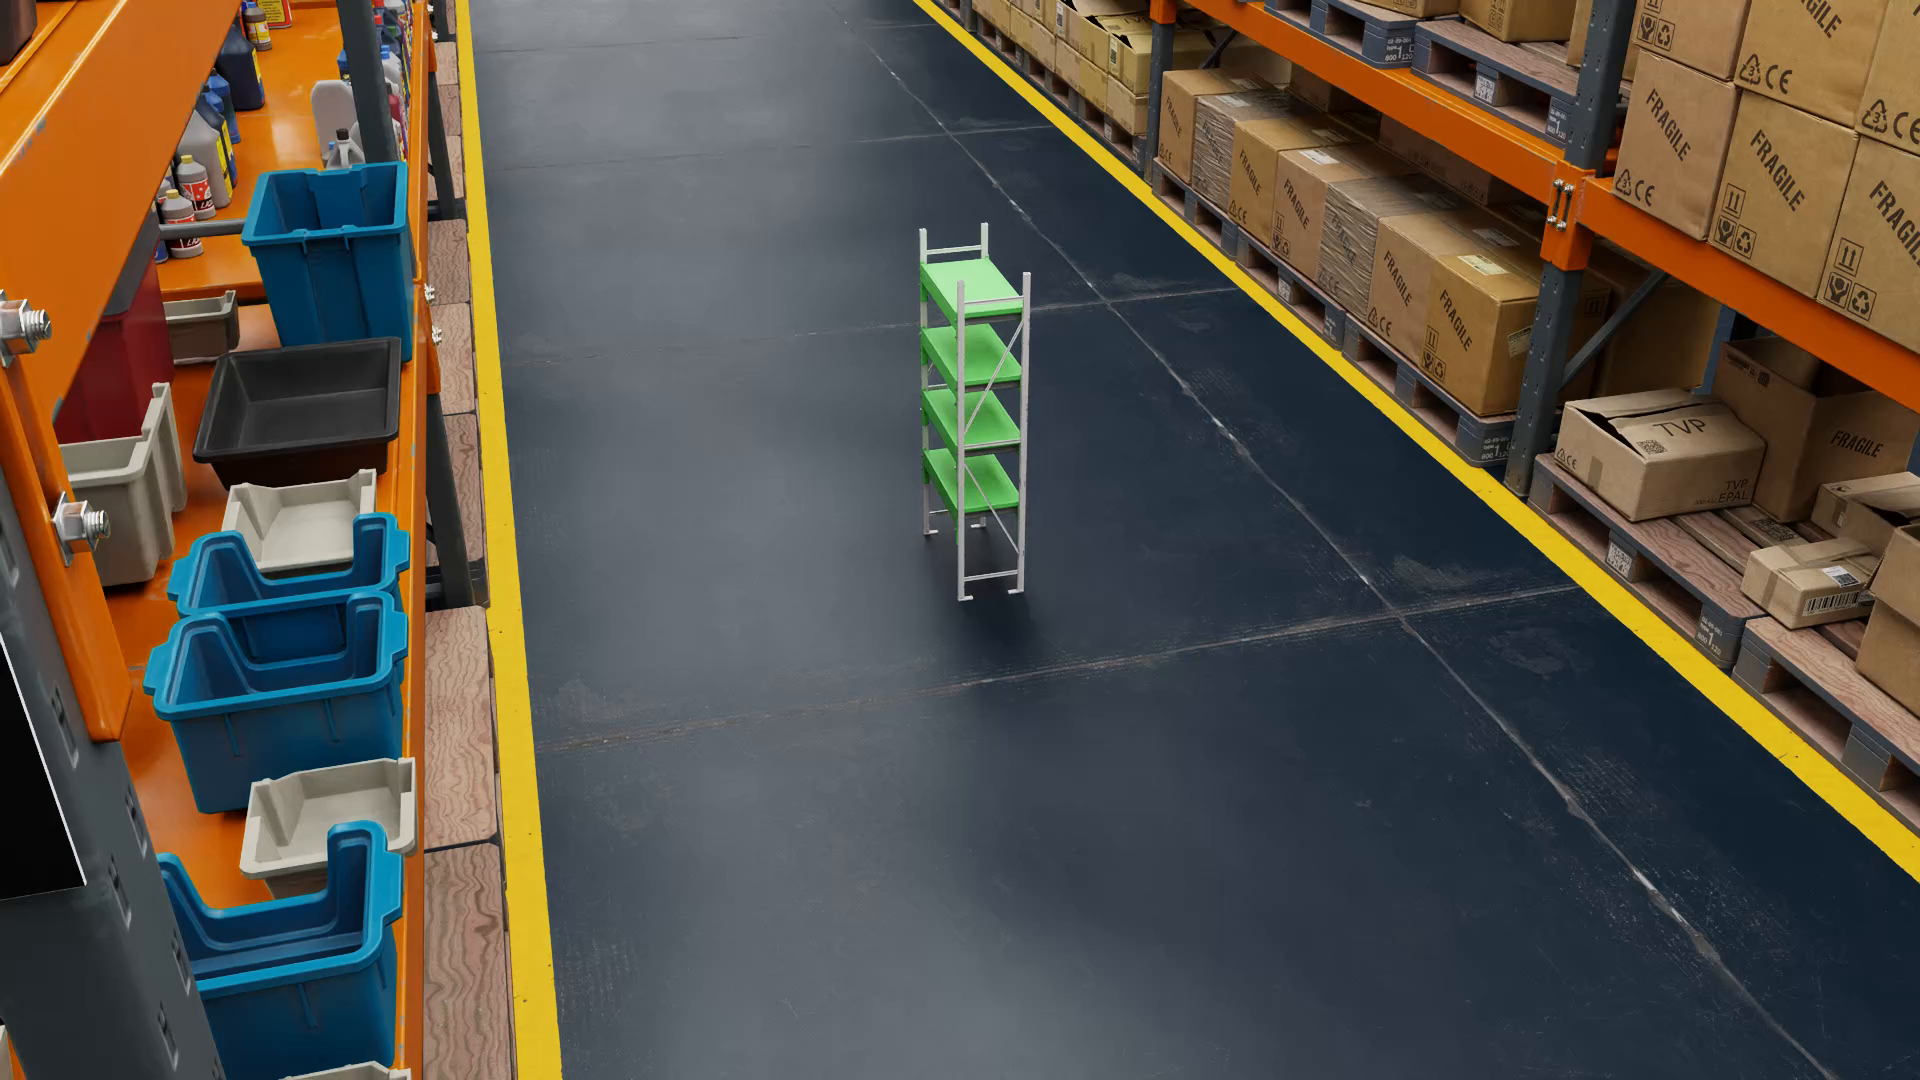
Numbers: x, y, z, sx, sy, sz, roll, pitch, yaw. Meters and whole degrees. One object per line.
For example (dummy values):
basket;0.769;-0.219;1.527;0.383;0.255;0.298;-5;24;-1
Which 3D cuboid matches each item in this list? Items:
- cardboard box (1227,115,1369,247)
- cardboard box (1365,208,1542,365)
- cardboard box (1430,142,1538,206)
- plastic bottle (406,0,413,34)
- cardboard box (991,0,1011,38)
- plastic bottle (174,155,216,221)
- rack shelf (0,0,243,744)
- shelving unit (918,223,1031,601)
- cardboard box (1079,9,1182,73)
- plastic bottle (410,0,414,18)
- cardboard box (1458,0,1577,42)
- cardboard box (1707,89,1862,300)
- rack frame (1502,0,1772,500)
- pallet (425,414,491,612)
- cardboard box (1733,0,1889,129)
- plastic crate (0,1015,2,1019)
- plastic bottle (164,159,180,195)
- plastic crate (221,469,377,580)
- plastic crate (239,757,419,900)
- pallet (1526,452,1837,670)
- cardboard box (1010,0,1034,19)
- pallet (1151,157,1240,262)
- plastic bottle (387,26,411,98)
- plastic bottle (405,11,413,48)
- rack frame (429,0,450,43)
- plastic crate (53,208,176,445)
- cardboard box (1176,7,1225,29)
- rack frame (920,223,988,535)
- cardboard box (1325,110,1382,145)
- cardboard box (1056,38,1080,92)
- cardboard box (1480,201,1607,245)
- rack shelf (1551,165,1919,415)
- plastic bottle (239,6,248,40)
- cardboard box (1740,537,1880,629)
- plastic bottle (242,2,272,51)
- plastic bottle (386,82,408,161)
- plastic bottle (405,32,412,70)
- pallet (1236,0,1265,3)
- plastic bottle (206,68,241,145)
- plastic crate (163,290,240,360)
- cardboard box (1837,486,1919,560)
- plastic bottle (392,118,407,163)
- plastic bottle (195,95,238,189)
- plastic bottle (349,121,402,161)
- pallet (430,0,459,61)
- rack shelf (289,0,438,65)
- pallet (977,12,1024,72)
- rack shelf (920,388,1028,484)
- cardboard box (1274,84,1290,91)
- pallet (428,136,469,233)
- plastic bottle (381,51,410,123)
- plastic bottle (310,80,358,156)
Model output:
cardboard box;1.716;-1.840;8.492;0.500;0.500;0.500;-8;31;-14
cardboard box;2.129;-1.102;7.215;0.500;0.500;0.500;-8;31;-13
cardboard box;2.501;-1.735;7.561;0.500;0.250;0.500;-8;31;-13
plastic bottle;-2.586;-2.434;7.659;0.097;0.201;0.097;0;30;0
cardboard box;0.539;-3.934;12.377;0.500;0.250;0.500;-7;31;-12
plastic bottle;-2.515;-1.159;5.457;0.097;0.201;0.097;0;30;0
rack shelf;-1.586;-0.917;2.564;1.077;0.370;4.000;-8;31;-13
shelving unit;0.044;-0.439;5.811;0.258;1.200;0.503;-8;31;-13
cardboard box;1.077;-3.190;10.532;0.500;0.311;0.500;-8;31;-14
plastic bottle;-2.660;-2.639;7.931;0.061;0.283;0.133;-8;31;-13
cardboard box;2.506;-2.360;6.814;0.700;0.500;0.500;-3;30;-5
cardboard box;2.671;-1.067;4.999;0.500;0.500;0.500;-7;31;-12
rack frame;2.660;-1.553;5.939;1.000;3.000;0.127;-8;31;-13
pallet;-2.282;-0.067;6.156;1.003;0.211;1.213;-8;31;-13
cardboard box;2.651;-1.515;4.775;0.500;0.500;0.500;-9;31;-15
plastic crate;-1.509;0.612;2.401;0.396;0.136;0.243;-8;31;-13
plastic bottle;-2.630;-1.166;5.394;0.152;0.276;0.135;-8;31;-13
plastic crate;-1.365;-0.007;3.471;0.293;0.136;0.466;-8;31;-13
plastic crate;-0.989;0.467;2.651;0.250;0.136;0.298;-8;31;-13
pallet;2.841;-0.014;6.064;1.003;0.211;1.213;-8;31;-13
cardboard box;0.672;-3.926;11.805;0.500;0.311;0.500;-9;31;-15
pallet;1.760;-1.912;9.343;1.003;0.211;1.213;-8;31;-13
plastic bottle;-2.272;-1.933;6.712;0.061;0.283;0.133;-8;31;-13
plastic bottle;-2.508;-2.293;7.415;0.097;0.201;0.097;0;30;0
rack frame;-4.240;-4.760;11.479;1.000;3.000;0.127;-8;31;-13
plastic crate;-2.122;-0.485;3.970;0.402;0.464;0.583;-8;31;-13
cardboard box;1.595;-3.264;10.660;0.500;0.311;0.500;-9;31;-15
rack frame;-0.021;-0.557;6.015;0.240;1.200;0.015;-8;31;-13
cardboard box;2.210;-1.923;8.634;0.500;0.500;0.500;-9;31;-15
cardboard box;0.952;-3.190;11.092;0.500;0.250;0.500;-7;31;-12
cardboard box;2.614;-1.184;7.357;0.500;0.500;0.500;-7;31;-13
rack shelf;3.191;-0.276;4.450;1.077;0.370;4.000;-8;31;-13
plastic bottle;-3.253;-2.299;7.351;0.152;0.276;0.135;-8;31;-13
cardboard box;2.802;0.131;5.419;0.380;0.166;0.250;-8;31;-13
plastic bottle;-3.137;-2.292;7.414;0.097;0.201;0.097;0;30;0
plastic bottle;-2.039;-1.508;5.978;0.061;0.283;0.133;-8;31;-13
plastic bottle;-2.405;-2.105;7.090;0.097;0.201;0.097;0;30;0
pallet;1.846;-3.084;8.775;1.213;0.211;1.003;-8;31;-13
plastic bottle;-2.746;-1.610;6.166;0.097;0.271;0.097;0;30;0
plastic crate;-2.131;-0.564;4.434;0.396;0.136;0.243;-8;31;-13
cardboard box;3.283;0.020;5.466;0.500;0.311;0.500;-8;31;-13
plastic bottle;-2.026;-1.415;5.898;0.097;0.201;0.097;0;30;0
plastic bottle;-2.587;-1.384;5.695;0.144;0.351;0.185;-8;31;-13
plastic bottle;-1.970;-1.293;5.614;0.152;0.276;0.135;-8;31;-13
pallet;-4.378;-3.883;12.748;1.003;0.211;1.213;-8;31;-13
rack shelf;-3.710;-3.483;9.991;1.077;0.370;4.000;-8;31;-13
pallet;0.769;-3.859;12.707;1.003;0.211;1.213;-8;31;-13
rack shelf;0.044;-0.384;5.843;0.258;0.148;0.480;-8;31;-13
cardboard box;1.742;-2.768;10.364;0.500;0.250;0.500;-8;31;-13
pallet;-3.347;-2.000;9.495;1.003;0.211;1.213;-8;31;-13
plastic bottle;-2.184;-1.733;6.379;0.097;0.271;0.097;0;30;0
plastic bottle;-2.265;-1.544;6.046;0.152;0.276;0.135;-8;31;-13
